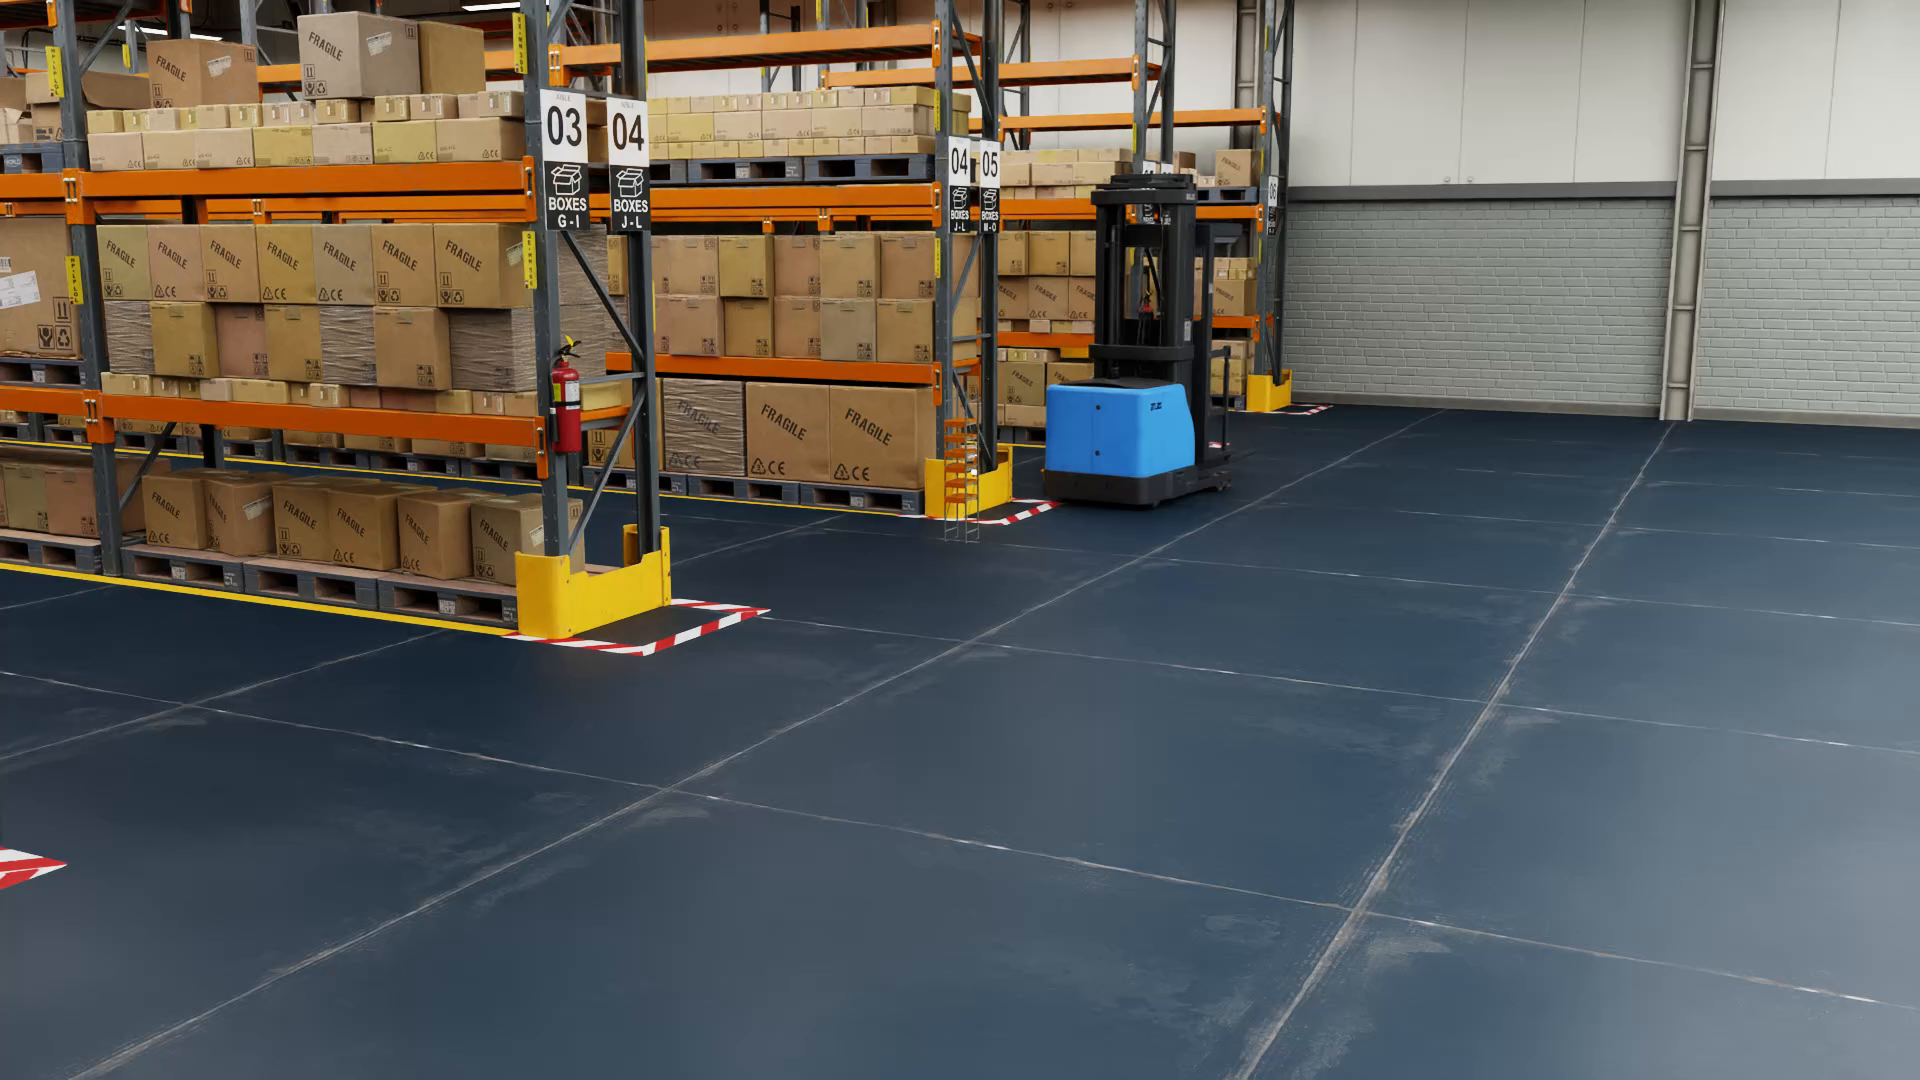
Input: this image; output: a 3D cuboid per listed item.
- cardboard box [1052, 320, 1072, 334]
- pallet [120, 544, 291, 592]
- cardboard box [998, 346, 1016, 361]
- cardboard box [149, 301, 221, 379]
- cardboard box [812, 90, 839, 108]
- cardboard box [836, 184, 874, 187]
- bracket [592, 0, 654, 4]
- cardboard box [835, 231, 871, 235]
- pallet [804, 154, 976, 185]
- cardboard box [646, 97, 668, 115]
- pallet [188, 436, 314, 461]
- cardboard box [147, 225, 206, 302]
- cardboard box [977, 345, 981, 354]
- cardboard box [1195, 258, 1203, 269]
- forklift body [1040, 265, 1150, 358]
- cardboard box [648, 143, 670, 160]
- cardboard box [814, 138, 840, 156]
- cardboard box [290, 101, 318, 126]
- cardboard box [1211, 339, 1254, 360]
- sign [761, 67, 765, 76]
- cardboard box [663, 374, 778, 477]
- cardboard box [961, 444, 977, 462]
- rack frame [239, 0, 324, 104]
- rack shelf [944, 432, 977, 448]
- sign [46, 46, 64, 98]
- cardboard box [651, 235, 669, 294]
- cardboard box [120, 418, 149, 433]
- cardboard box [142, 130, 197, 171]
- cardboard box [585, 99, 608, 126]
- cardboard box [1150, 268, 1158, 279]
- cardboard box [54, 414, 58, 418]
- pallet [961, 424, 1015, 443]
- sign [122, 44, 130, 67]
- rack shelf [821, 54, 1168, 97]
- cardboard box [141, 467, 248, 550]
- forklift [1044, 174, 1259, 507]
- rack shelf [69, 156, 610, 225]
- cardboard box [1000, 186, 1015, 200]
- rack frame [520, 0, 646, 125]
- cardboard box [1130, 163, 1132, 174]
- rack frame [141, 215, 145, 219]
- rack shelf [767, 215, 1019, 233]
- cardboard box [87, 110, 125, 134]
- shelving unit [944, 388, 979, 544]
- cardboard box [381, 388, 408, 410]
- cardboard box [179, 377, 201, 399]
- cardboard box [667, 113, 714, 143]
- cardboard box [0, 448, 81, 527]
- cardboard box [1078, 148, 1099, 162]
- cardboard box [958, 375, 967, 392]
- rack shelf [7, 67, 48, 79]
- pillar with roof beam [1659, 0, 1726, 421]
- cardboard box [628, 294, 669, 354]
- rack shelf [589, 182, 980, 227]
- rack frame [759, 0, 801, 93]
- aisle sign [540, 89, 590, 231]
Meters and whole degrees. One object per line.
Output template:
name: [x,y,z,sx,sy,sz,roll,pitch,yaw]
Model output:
cardboard box: [1.238,-2.459,19.097,0.250,0.149,0.380,5,11,25]
pallet: [-5.189,0.126,11.941,1.213,0.211,1.003,5,11,26]
cardboard box: [0.513,-2.184,19.488,0.250,0.149,0.380,6,12,28]
cardboard box: [-4.998,-1.399,11.420,0.500,0.500,0.875,5,11,26]
cardboard box: [-1.073,-3.796,14.364,0.250,0.149,0.380,5,12,27]
cardboard box: [-1.148,-4.346,19.986,0.500,0.250,0.500,5,11,25]
bracket: [-4.088,-8.928,27.185,4.783,0.066,0.076,5,11,26]
cardboard box: [-1.123,-3.494,20.192,0.500,0.500,0.700,5,11,25]
pallet: [-0.604,-3.252,14.600,1.213,0.211,1.003,5,11,26]
cardboard box: [-2.662,-3.935,15.136,0.250,0.149,0.380,5,11,25]
pallet: [-7.809,-1.082,18.619,1.213,0.211,1.003,5,11,26]
cardboard box: [-5.067,-1.866,11.193,0.500,0.500,0.500,5,11,26]
cardboard box: [0.298,-2.747,25.472,0.625,0.625,0.875,6,12,28]
cardboard box: [3.462,-3.894,23.386,0.250,0.149,0.380,5,12,27]
forklift body: [1.850,-2.794,22.631,1.214,2.155,2.313,5,11,26]
cardboard box: [-2.665,-3.543,15.207,0.250,0.149,0.380,5,11,25]
cardboard box: [-1.065,-3.403,14.432,0.250,0.149,0.380,5,11,26]
cardboard box: [-3.996,-2.681,10.502,0.250,0.149,0.380,4,11,23]
cardboard box: [3.807,-2.686,23.383,0.500,0.250,0.500,5,12,28]
sign: [-3.047,-7.348,25.715,0.005,0.325,0.100,5,11,26]
cardboard box: [-2.178,-1.108,15.714,0.875,0.875,0.875,5,11,26]
cardboard box: [0.097,-0.939,17.999,0.380,0.149,0.250,-7,12,-33]
rack frame: [-7.109,-5.345,17.494,0.127,3.000,1.000,5,11,26]
rack shelf: [0.013,-0.782,13.082,0.180,0.103,0.258,5,11,26]
sign: [-6.049,-3.129,11.115,0.005,0.325,0.100,5,11,26]
cardboard box: [-2.661,-2.623,15.850,0.550,0.550,0.875,5,11,26]
cardboard box: [-9.200,-1.504,18.955,0.500,0.500,0.500,5,12,27]
cardboard box: [-5.040,-2.578,11.053,0.500,0.250,0.500,5,11,25]
cardboard box: [-2.364,-2.635,10.247,0.250,0.149,0.380,5,11,25]
cardboard box: [2.762,-3.802,23.713,0.250,0.149,0.380,5,11,26]
cardboard box: [-10.880,-1.592,20.429,0.250,0.149,0.380,4,11,23]
pallet: [0.294,-1.361,20.156,1.213,0.211,1.003,5,11,26]
sign: [-12.434,-7.223,24.805,0.005,0.325,0.100,5,11,26]
rack shelf: [0.372,-5.315,19.359,4.000,0.370,1.077,5,11,26]
cardboard box: [-5.466,-0.232,11.930,0.500,0.500,0.500,5,11,24]
forklift: [1.974,-1.948,15.766,1.130,2.935,3.031,6,12,32]
rack shelf: [-4.013,-2.258,10.880,4.000,0.370,1.077,5,11,26]
cardboard box: [0.585,-4.002,19.204,0.250,0.149,0.380,5,11,24]
rack frame: [-2.220,-3.930,9.678,0.127,3.000,1.000,5,11,26]
cardboard box: [1.832,-4.192,19.131,0.500,0.250,0.500,5,11,25]
rack frame: [-12.183,-3.822,25.924,0.127,3.000,1.000,5,11,26]
rack shelf: [-1.023,-4.949,25.749,4.000,0.370,1.077,5,11,26]
cardboard box: [-5.652,-2.817,11.251,0.250,0.149,0.380,5,11,24]
shelving unit: [0.013,-0.589,13.117,0.189,1.200,0.258,5,11,26]
cardboard box: [-3.461,-0.924,10.618,0.250,0.149,0.380,5,11,26]
cardboard box: [-5.064,-1.050,11.312,0.250,0.149,0.380,5,11,26]
cardboard box: [-2.301,-3.720,15.063,0.500,0.250,0.500,5,11,25]
cardboard box: [-7.269,-0.416,12.891,0.500,0.500,0.700,4,11,21]
cardboard box: [1.517,-4.312,18.675,0.250,0.149,0.380,5,12,27]
cardboard box: [-0.063,-1.928,19.895,0.500,0.500,0.500,6,12,29]
rack shelf: [-12.489,-5.462,20.171,4.000,0.370,1.077,5,11,26]
pillar with roof beam: [7.608,-5.344,17.492,0.400,9.000,9.100,5,11,26]
cardboard box: [-2.682,-2.085,15.904,0.550,0.550,0.875,5,11,26]
rack shelf: [-1.728,-3.042,15.213,4.000,0.370,1.077,5,11,26]
rack frame: [-2.816,-6.936,26.288,0.127,3.000,1.000,5,11,26]
aisle sign: [-2.297,-2.205,9.689,0.004,0.787,0.394,5,11,26]
